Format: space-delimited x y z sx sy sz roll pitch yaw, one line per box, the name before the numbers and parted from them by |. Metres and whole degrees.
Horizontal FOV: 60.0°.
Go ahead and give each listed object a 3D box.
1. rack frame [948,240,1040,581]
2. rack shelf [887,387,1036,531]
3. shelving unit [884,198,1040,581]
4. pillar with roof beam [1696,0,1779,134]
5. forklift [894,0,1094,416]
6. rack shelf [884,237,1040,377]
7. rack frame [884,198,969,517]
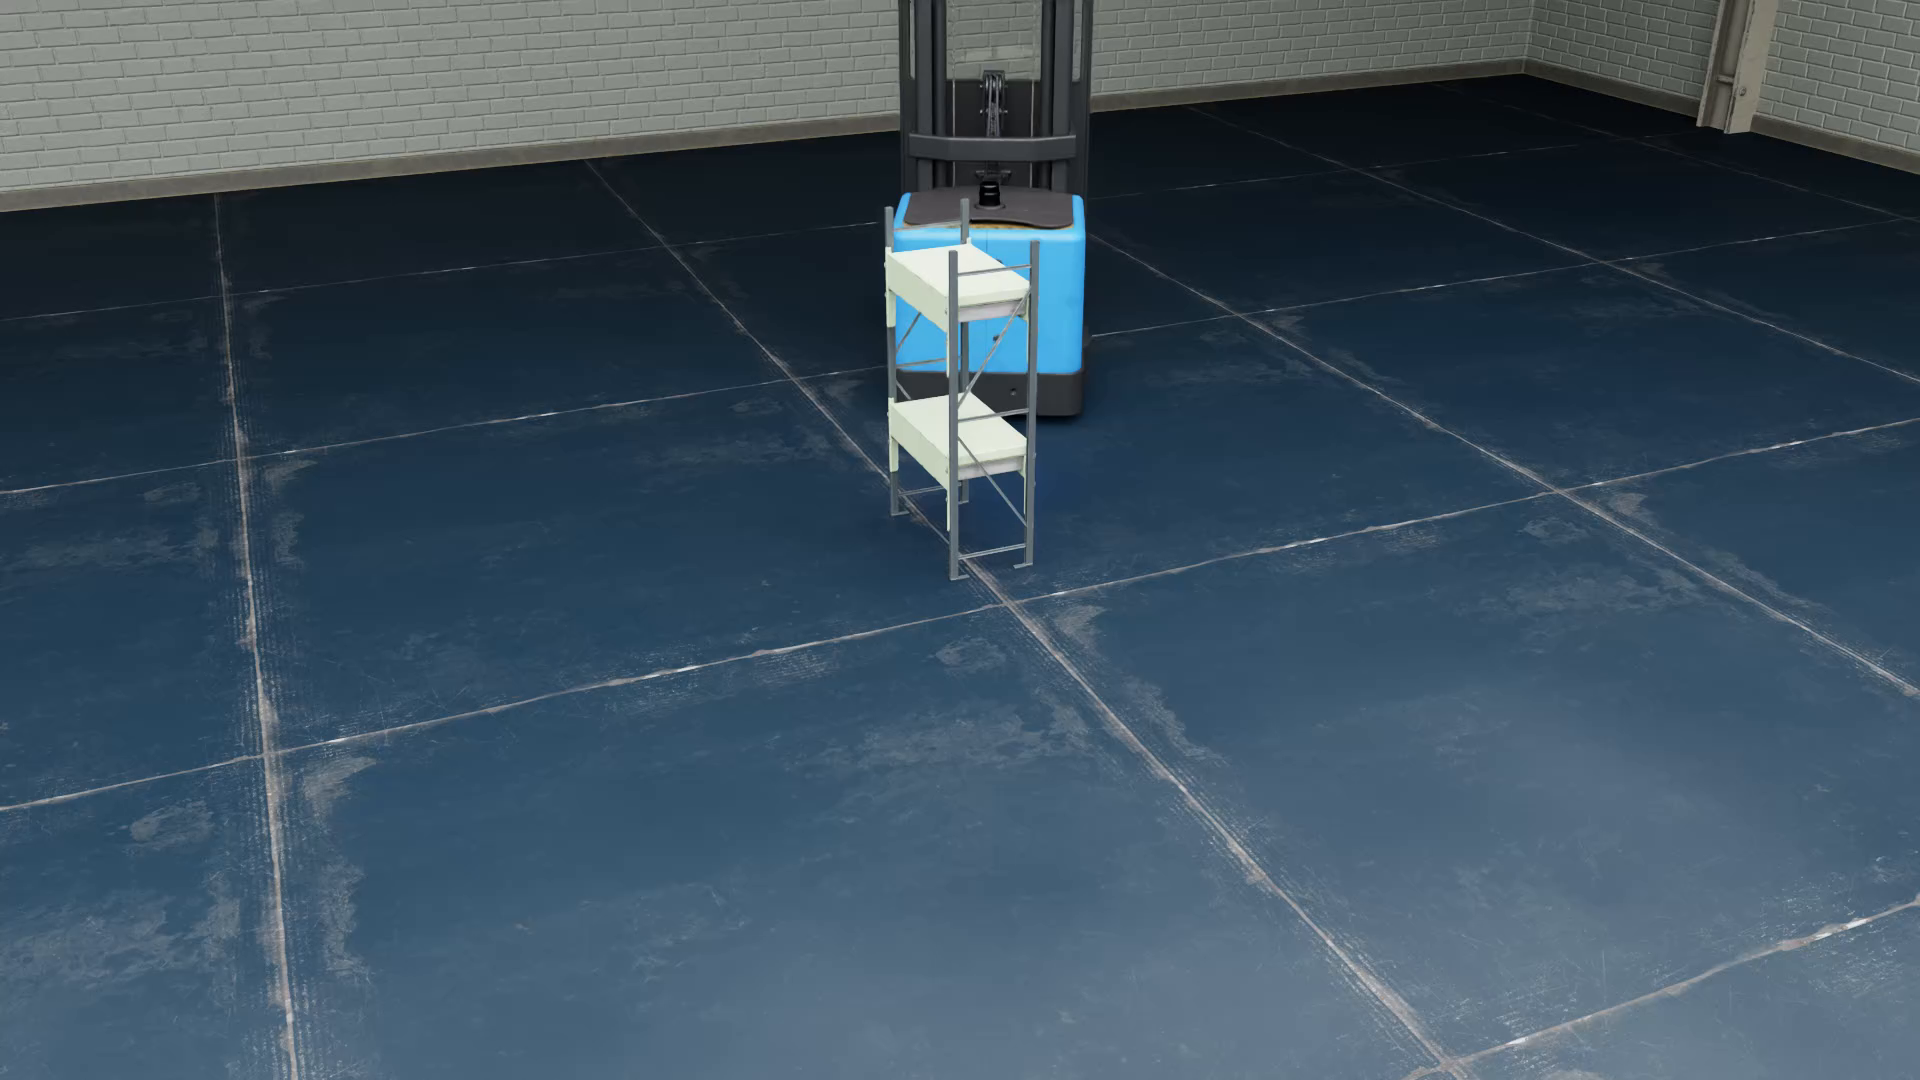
rack frame | 0.141 -0.529 7.124 0.400 1.500 0.023 -11 28 -21
rack shelf | -0.003 -0.384 7.569 0.431 0.370 0.720 -11 28 -21
shelving unit | -0.003 -0.677 7.426 0.431 1.500 0.755 -11 28 -21
pillar with roof beam | 3.262 -7.199 12.239 9.100 9.000 0.400 -11 28 -21
forklift | 0.212 -2.592 9.718 1.130 2.935 3.031 1 26 3
rack shelf | -0.003 -1.027 7.255 0.431 0.370 0.720 -11 28 -21
rack frame | -0.146 -0.824 7.729 0.400 1.500 0.023 -11 28 -21
